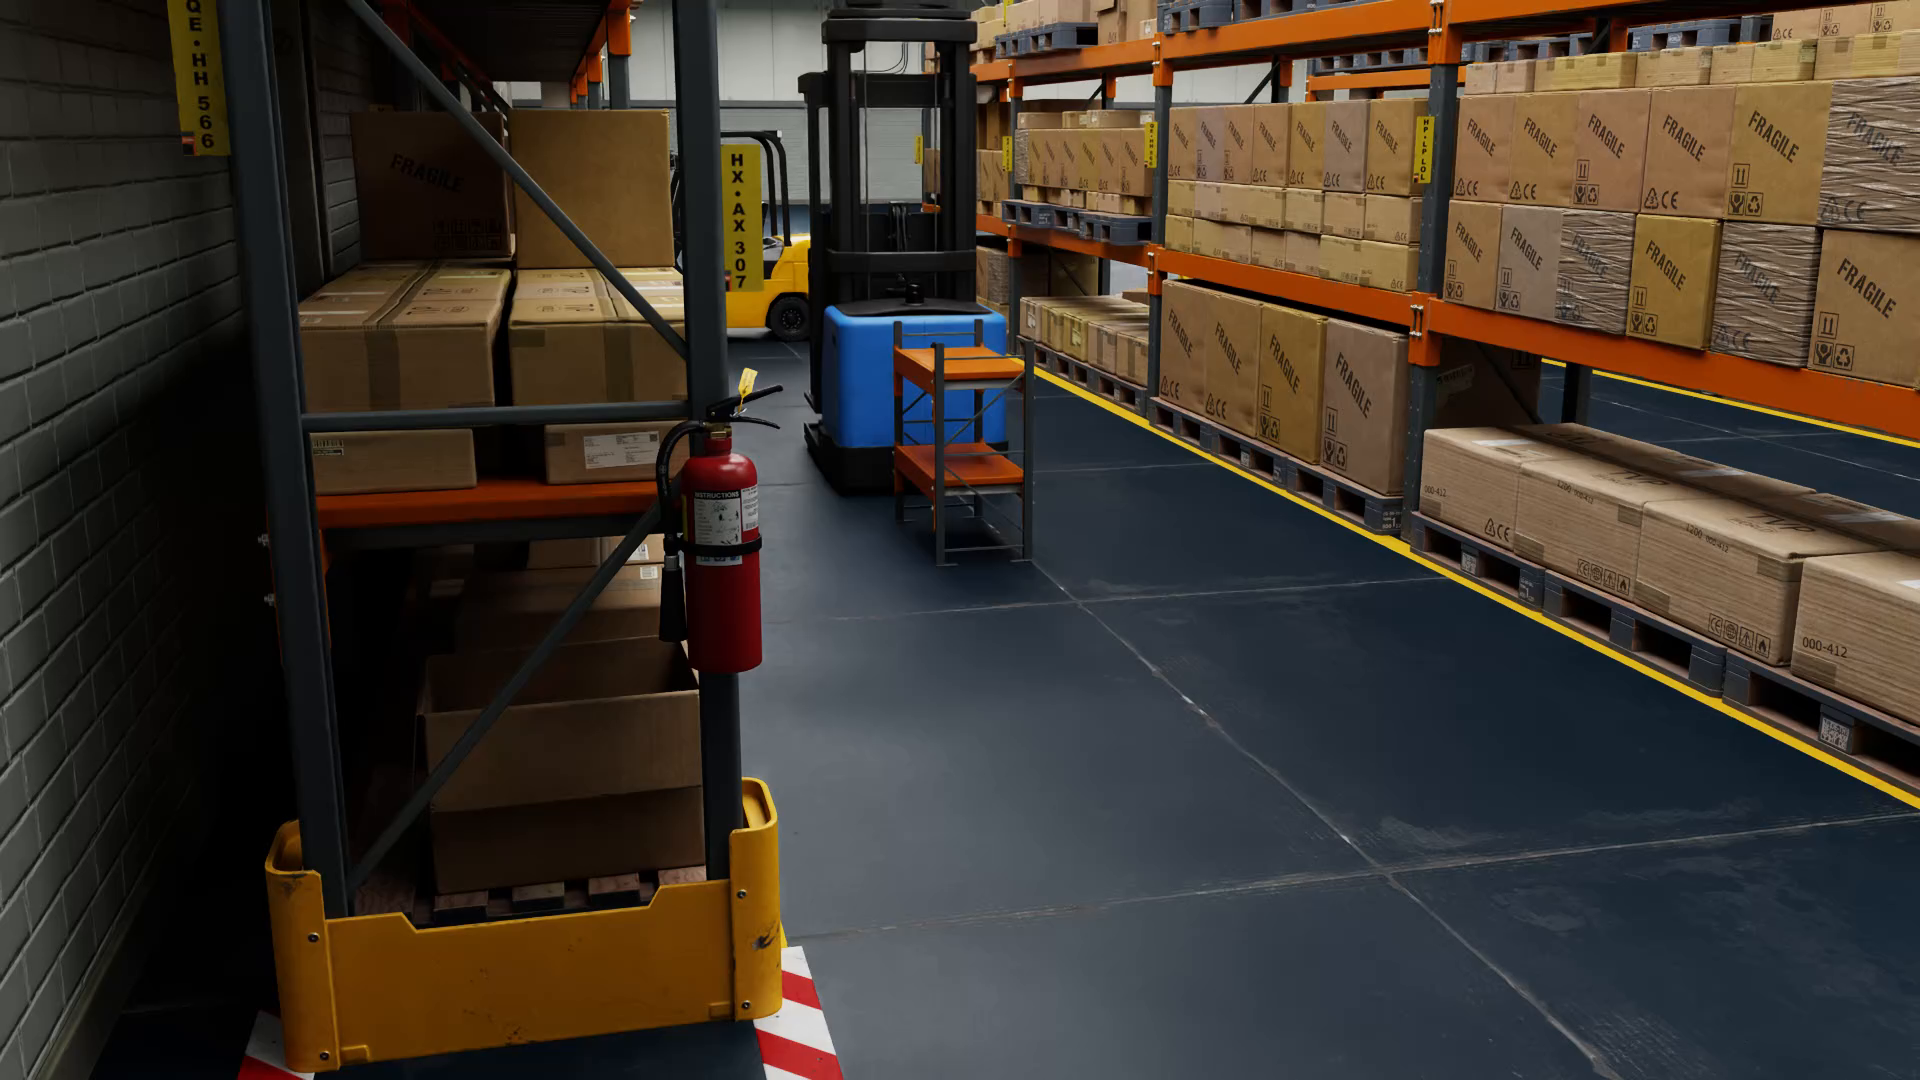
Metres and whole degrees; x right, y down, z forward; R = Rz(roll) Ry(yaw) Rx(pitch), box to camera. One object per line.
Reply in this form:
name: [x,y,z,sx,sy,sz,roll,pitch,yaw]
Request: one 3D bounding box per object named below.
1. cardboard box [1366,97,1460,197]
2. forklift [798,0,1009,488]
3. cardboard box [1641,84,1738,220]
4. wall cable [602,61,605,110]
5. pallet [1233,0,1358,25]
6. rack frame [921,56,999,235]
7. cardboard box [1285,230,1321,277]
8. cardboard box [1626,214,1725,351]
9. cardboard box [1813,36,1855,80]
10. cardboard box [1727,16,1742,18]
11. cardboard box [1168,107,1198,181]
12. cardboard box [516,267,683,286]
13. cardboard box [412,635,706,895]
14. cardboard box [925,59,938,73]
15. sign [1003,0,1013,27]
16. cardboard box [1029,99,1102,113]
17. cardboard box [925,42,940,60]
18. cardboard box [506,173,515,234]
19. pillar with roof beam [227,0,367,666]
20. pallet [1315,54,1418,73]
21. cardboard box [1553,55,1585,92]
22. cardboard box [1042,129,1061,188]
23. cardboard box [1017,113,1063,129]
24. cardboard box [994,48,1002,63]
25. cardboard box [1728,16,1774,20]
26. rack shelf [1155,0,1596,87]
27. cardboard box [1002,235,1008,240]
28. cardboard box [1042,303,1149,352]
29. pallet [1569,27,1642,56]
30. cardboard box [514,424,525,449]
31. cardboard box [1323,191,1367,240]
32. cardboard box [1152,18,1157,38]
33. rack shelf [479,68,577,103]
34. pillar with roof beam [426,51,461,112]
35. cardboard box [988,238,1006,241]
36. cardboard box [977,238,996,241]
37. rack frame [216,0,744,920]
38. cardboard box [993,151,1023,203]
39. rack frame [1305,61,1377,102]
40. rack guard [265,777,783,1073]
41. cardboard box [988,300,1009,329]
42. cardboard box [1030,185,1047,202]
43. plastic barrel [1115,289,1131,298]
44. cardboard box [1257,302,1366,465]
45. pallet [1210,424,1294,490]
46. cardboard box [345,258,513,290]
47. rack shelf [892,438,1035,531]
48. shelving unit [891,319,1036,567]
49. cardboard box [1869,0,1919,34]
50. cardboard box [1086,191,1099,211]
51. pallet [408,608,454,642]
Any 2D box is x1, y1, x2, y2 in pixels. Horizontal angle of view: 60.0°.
cardboard box: [2.513,-2.094,8.862,0.500,0.500,0.500,-3,14,-11]
forklift: [-0.479,-2.040,11.101,1.130,2.935,3.031,-3,14,-10]
cardboard box: [3.077,-1.530,6.551,0.500,0.500,0.500,-3,14,-14]
wall cable: [-11.945,-12.831,49.027,3.097,2.526,0.112,-3,14,-13]
pallet: [2.391,-3.356,10.420,1.003,0.211,1.213,-3,14,-11]
rack frame: [0.044,-4.239,19.959,1.000,3.000,0.127,-3,14,-13]
cardboard box: [2.294,-1.723,9.973,0.500,0.250,0.500,-4,14,-15]
cardboard box: [3.064,-1.046,6.679,0.500,0.500,0.500,-3,14,-12]
cardboard box: [3.286,-1.706,5.905,0.380,0.149,0.250,-3,14,-14]
cardboard box: [6.356,-4.415,13.755,0.380,0.166,0.250,-3,14,-13]
cardboard box: [1.801,-2.801,11.753,0.500,0.500,0.500,-4,14,-15]
cardboard box: [-1.108,-0.695,5.141,0.500,0.250,0.500,-4,14,-14]
cardboard box: [-1.074,0.592,4.560,0.797,0.503,0.637,-4,14,-15]
cardboard box: [-0.194,-5.480,19.245,0.380,0.149,0.250,-3,14,-13]
sign: [0.458,-4.993,15.633,0.100,0.325,0.005,-3,14,-13]
cardboard box: [1.091,-4.109,16.481,0.700,0.500,0.500,-3,14,-14]
cardboard box: [-0.097,-5.637,19.050,0.500,0.250,0.500,-4,14,-14]
cardboard box: [-1.858,-1.570,7.938,0.700,0.500,0.500,-3,14,-12]
pillar with roof beam: [1.510,-4.137,6.899,9.100,9.000,0.400,-3,14,-13]
pallet: [5.016,-5.782,20.140,1.003,0.211,1.213,-3,14,-13]
cardboard box: [2.860,-2.057,7.344,0.380,0.149,0.250,-3,14,-14]
cardboard box: [1.036,-3.359,14.634,0.500,0.500,0.500,-3,14,-14]
cardboard box: [0.750,-3.900,15.483,0.380,0.149,0.250,-3,14,-13]
cardboard box: [0.556,-4.828,16.578,0.380,0.149,0.250,-3,14,-13]
cardboard box: [6.755,-4.539,13.956,0.500,0.311,0.500,-3,14,-13]
rack shelf: [2.393,-3.040,10.246,1.077,0.370,4.000,-3,14,-13]
cardboard box: [0.693,-3.478,18.803,0.380,0.149,0.250,-3,14,-12]
cardboard box: [1.281,-1.957,15.271,0.950,0.372,0.625,-2,14,-10]
pallet: [6.243,-4.462,14.947,1.003,0.211,1.213,-3,14,-11]
cardboard box: [-1.033,-0.355,4.587,0.380,0.149,0.250,-3,14,-14]
cardboard box: [2.398,-1.844,9.417,0.500,0.250,0.500,-3,14,-12]
cardboard box: [1.645,-3.790,12.328,0.380,0.149,0.250,-3,14,-13]
rack shelf: [-4.310,-4.608,16.664,1.077,0.370,4.000,-3,14,-13]
pillar with roof beam: [-1.308,-6.905,18.230,9.100,9.000,0.400,-3,14,-13]
cardboard box: [0.612,-3.181,18.957,0.500,0.500,0.500,-3,14,-11]
cardboard box: [0.098,-3.145,18.806,0.500,0.500,0.500,-4,14,-15]
rack frame: [-1.022,-0.271,3.715,1.000,3.000,0.127,-3,14,-13]
cardboard box: [0.637,-3.598,16.497,0.500,0.500,0.500,-4,14,-15]
rack frame: [4.832,-4.538,21.183,1.000,3.000,0.127,-3,14,-13]
rack guard: [-1.040,0.926,4.083,1.175,0.500,0.348,-3,14,-13]
cardboard box: [0.583,-2.306,16.955,0.500,0.250,0.500,-3,14,-11]
cardboard box: [0.856,-3.195,15.330,0.380,0.149,0.250,-3,14,-12]
plastic barrel: [2.001,-2.596,18.660,0.512,0.421,0.421,7,15,26]
cardboard box: [2.419,-0.989,10.248,0.875,0.875,0.875,-3,14,-12]
pallet: [2.318,-0.572,10.824,1.003,0.211,1.213,-3,14,-13]
cardboard box: [-1.742,-0.788,5.521,0.500,0.250,0.500,-3,14,-13]
rack shelf: [0.002,-0.307,8.845,0.538,0.278,1.000,-3,14,-13]
shelving unit: [0.002,-0.545,8.787,0.538,1.125,1.048,-3,14,-13]
cardboard box: [6.833,-3.822,11.720,0.500,0.500,0.500,-3,14,-13]
cardboard box: [1.252,-2.773,13.601,0.380,0.149,0.250,-3,14,-12]
pallet: [-1.801,0.320,7.174,1.003,0.211,1.213,-3,14,-13]
